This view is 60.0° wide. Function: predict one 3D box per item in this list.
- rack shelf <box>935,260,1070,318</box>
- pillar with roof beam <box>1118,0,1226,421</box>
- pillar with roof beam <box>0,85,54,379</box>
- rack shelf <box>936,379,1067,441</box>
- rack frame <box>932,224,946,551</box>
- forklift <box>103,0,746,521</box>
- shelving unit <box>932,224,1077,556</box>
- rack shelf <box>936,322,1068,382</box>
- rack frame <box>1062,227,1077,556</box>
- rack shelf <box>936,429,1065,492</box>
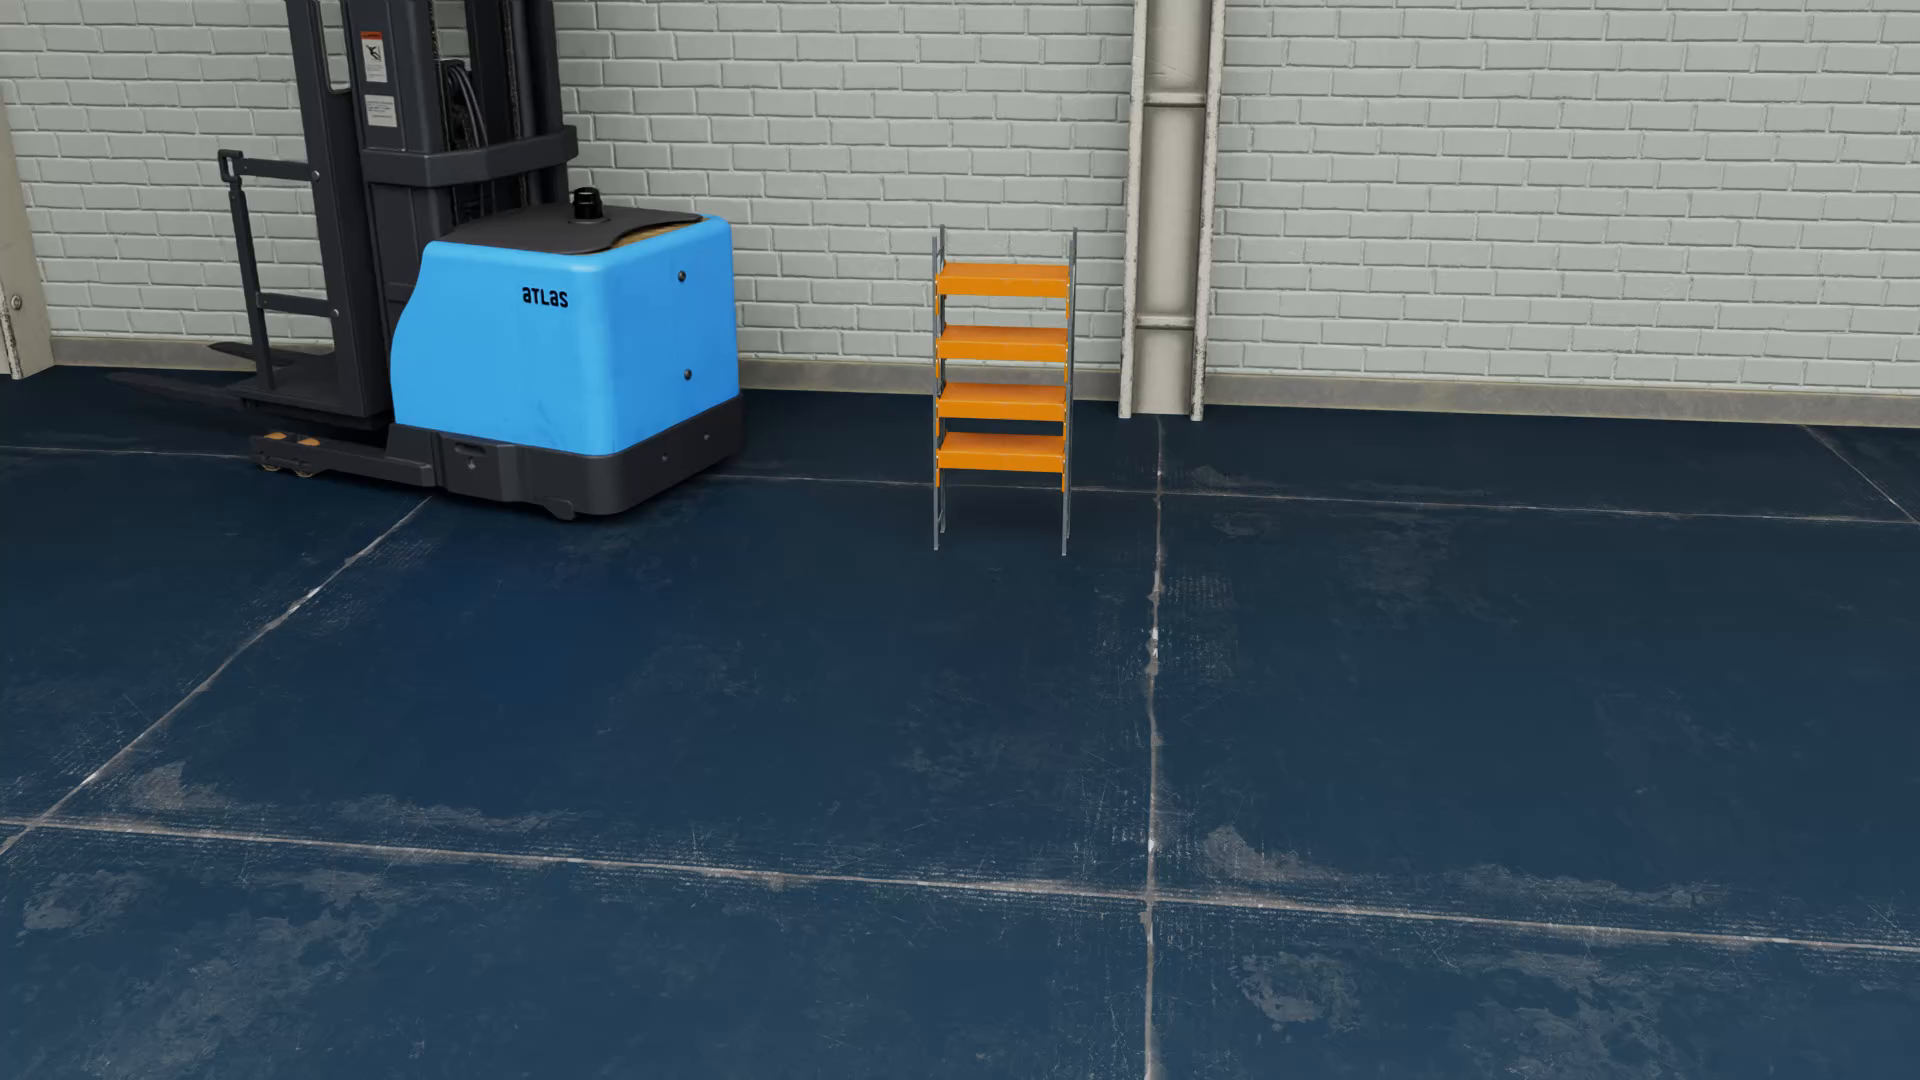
[{"bbox_3d":[0.164,-0.916,6.057,0.480,0.148,0.258,2,22,6],"label":"rack shelf"},{"bbox_3d":[0.462,-3.242,2.401,0.400,9.000,9.100,2,22,6],"label":"pillar with roof beam"},{"bbox_3d":[-5.496,-3.502,3.058,0.400,9.000,9.100,2,22,6],"label":"pillar with roof beam"},{"bbox_3d":[0.164,-0.488,6.226,0.480,0.148,0.258,2,22,6],"label":"rack shelf"},{"bbox_3d":[-0.078,-0.561,6.228,0.015,1.200,0.240,2,22,6],"label":"rack frame"},{"bbox_3d":[-2.497,-1.792,6.987,3.031,2.935,1.130,10,24,24],"label":"forklift"},{"bbox_3d":[0.164,-0.551,6.201,0.503,1.200,0.258,2,22,6],"label":"shelving unit"},{"bbox_3d":[0.164,-0.696,6.144,0.480,0.148,0.258,2,22,6],"label":"rack shelf"},{"bbox_3d":[0.407,-0.540,6.174,0.015,1.200,0.240,2,22,6],"label":"rack frame"},{"bbox_3d":[0.164,-0.304,6.299,0.480,0.148,0.258,2,22,6],"label":"rack shelf"}]
